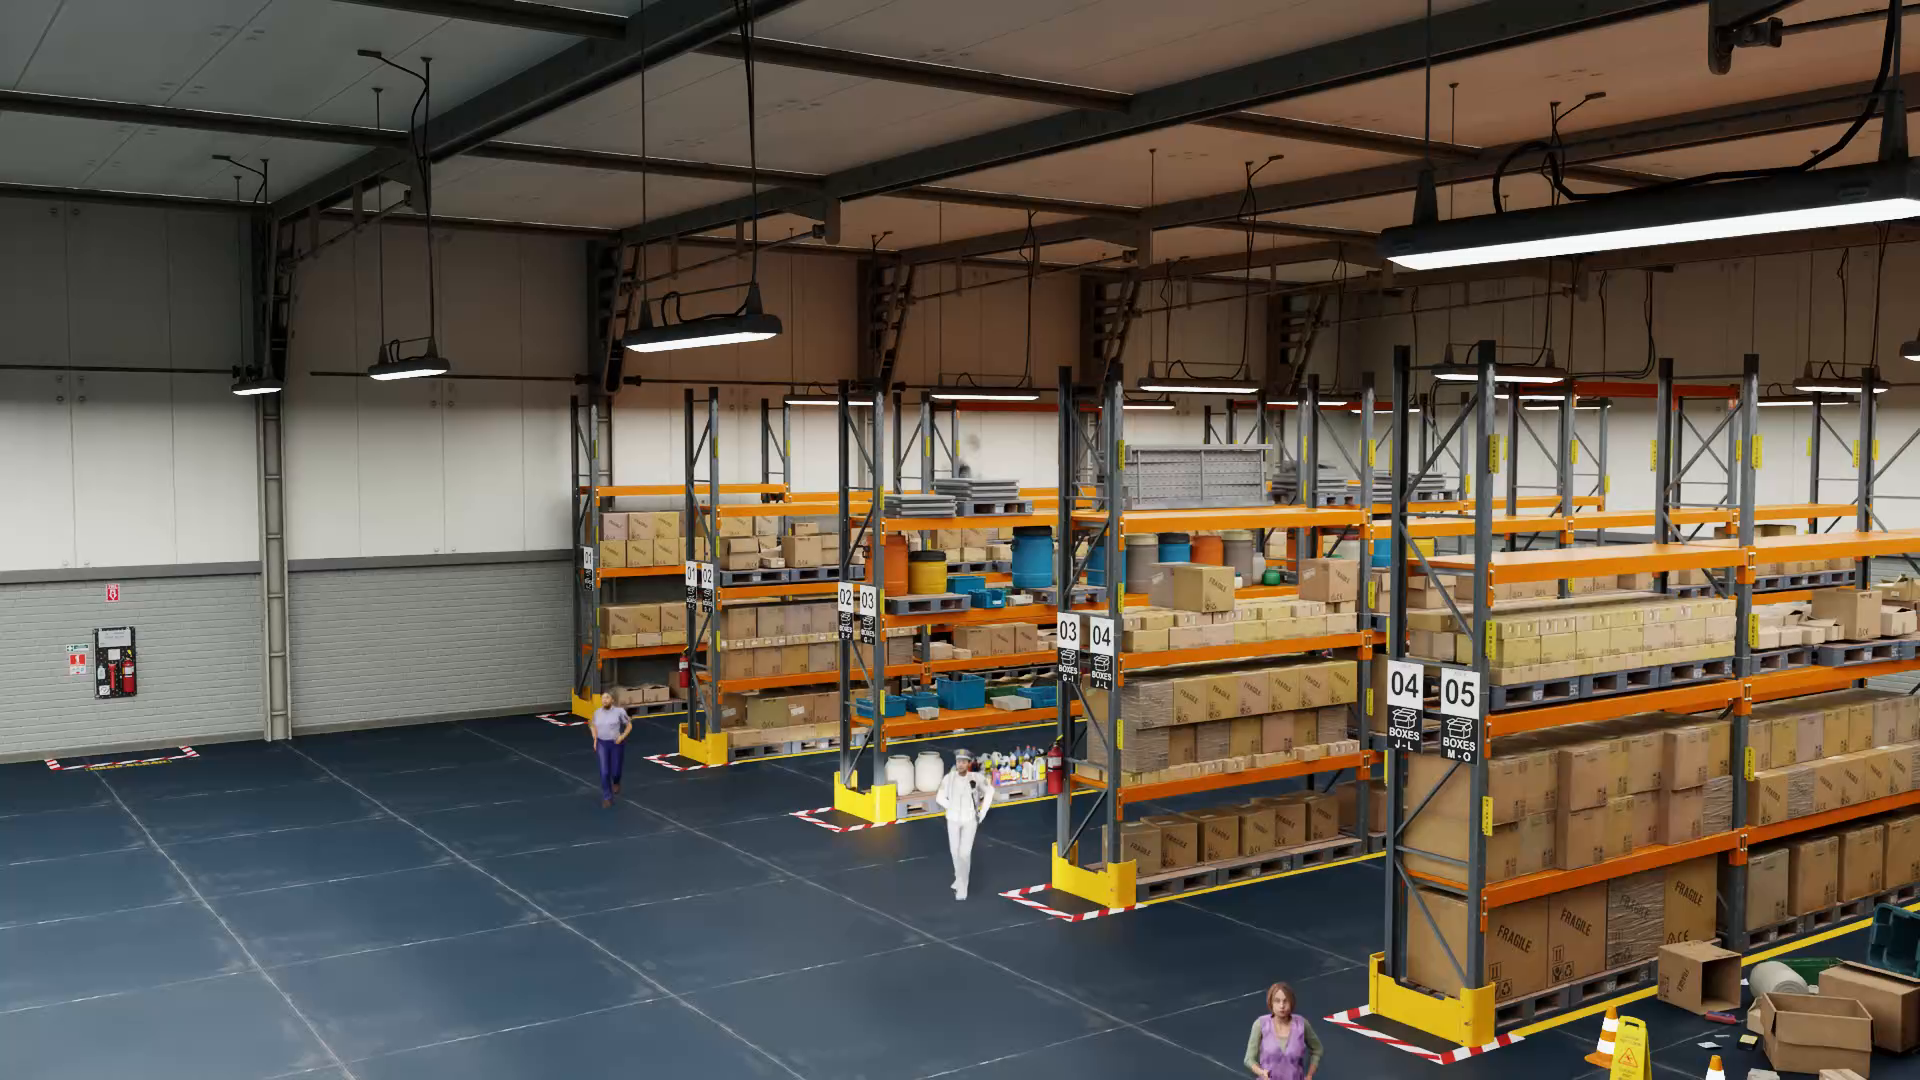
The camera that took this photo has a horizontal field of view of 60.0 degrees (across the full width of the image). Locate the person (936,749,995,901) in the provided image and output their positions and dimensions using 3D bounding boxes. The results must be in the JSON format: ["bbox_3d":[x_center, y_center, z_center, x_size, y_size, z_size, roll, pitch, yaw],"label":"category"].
[{"bbox_3d":[0.046,3.206,18.770,0.619,1.744,0.703,1,4,14],"label":"person"}]

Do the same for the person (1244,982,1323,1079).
[{"bbox_3d":[2.129,3.706,10.952,0.519,1.564,0.579,1,3,10],"label":"person"}]

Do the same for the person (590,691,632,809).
[{"bbox_3d":[-4.959,2.949,23.610,0.602,1.634,0.656,0,3,-1],"label":"person"}]
